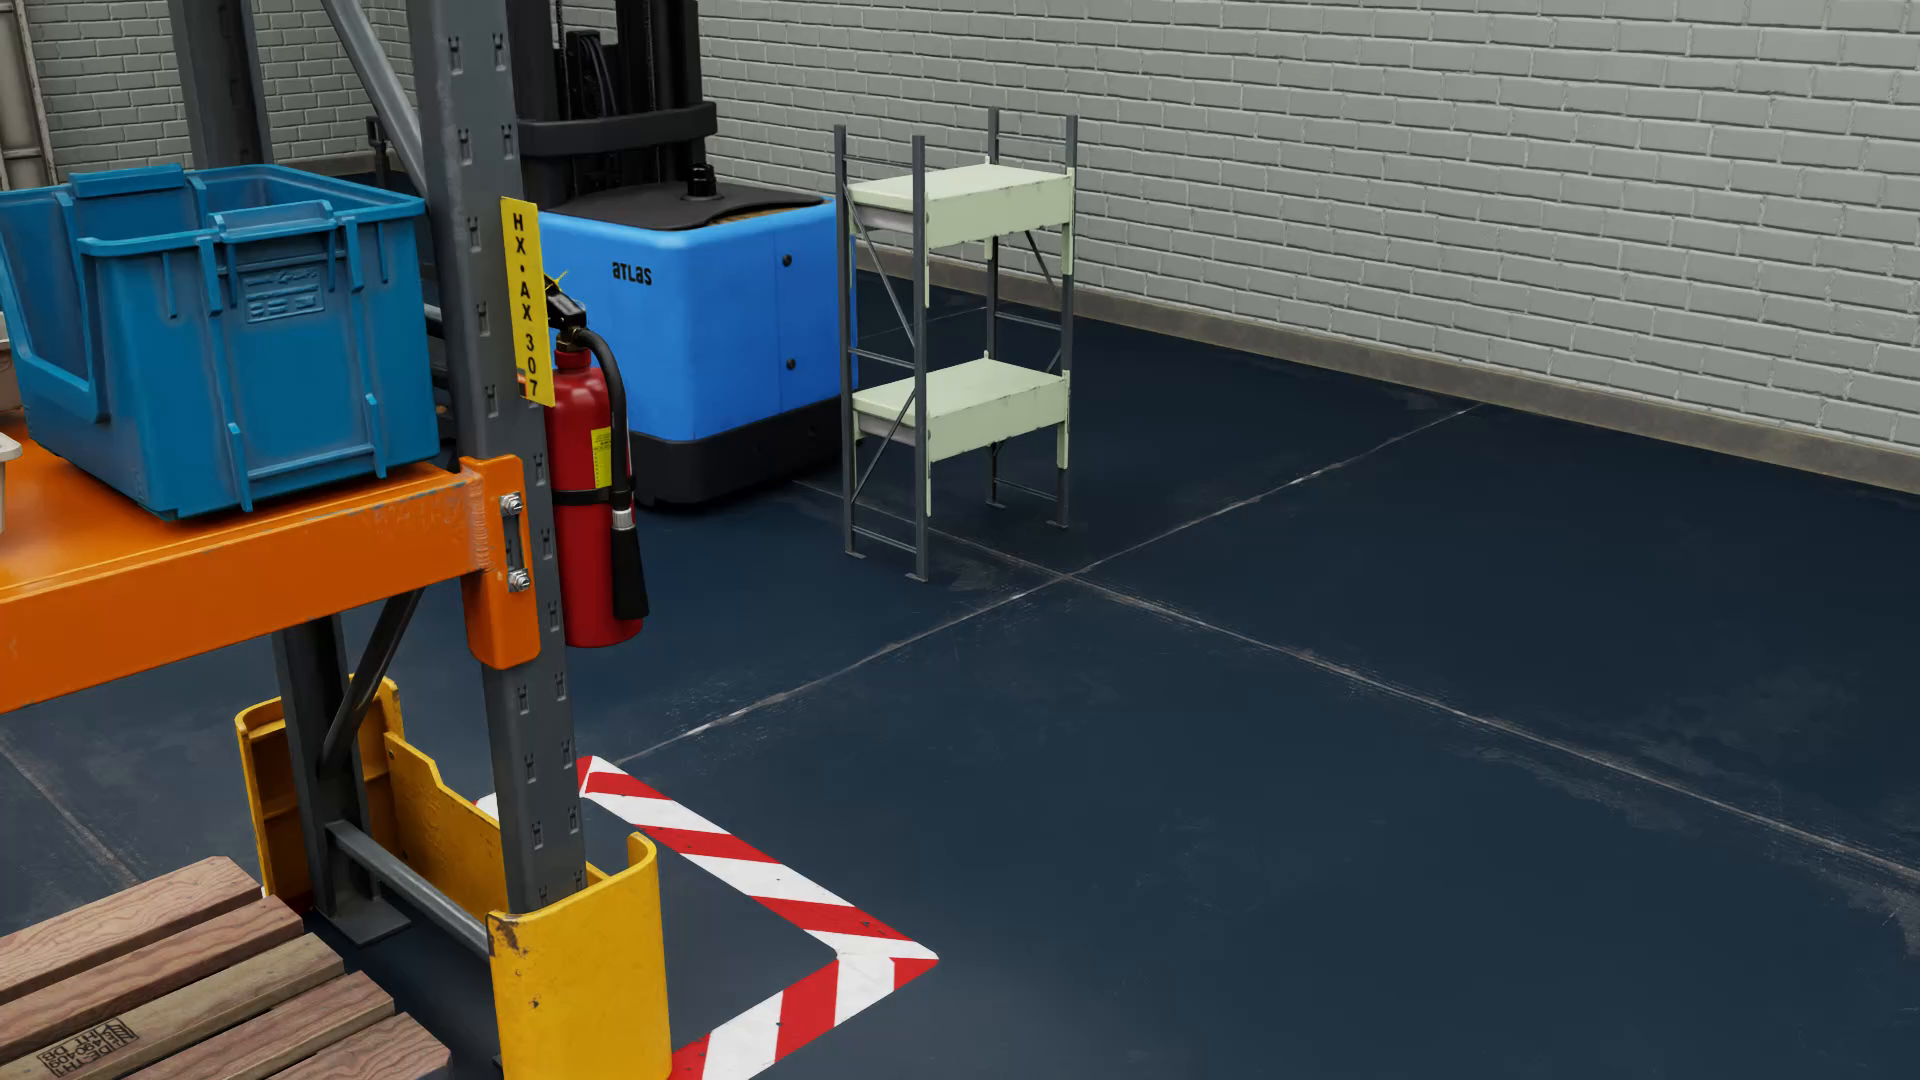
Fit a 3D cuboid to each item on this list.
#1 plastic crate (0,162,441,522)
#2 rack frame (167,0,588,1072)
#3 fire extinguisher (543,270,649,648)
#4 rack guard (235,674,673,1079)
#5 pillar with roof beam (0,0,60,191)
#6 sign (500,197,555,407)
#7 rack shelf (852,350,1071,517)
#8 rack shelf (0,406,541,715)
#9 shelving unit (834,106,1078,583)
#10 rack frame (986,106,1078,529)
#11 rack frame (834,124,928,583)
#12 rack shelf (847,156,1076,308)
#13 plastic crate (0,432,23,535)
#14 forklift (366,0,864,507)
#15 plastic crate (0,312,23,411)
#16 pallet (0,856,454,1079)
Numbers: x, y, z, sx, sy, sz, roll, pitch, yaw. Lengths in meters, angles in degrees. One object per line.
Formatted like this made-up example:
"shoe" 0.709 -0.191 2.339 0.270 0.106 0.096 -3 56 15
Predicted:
"plastic crate" -1.193 -0.346 2.661 0.616 0.435 0.499 19 28 41
"rack frame" -1.093 -0.434 3.024 1.000 3.000 0.127 19 28 41
"fire extinguisher" -0.662 -0.149 2.910 0.296 0.674 0.183 19 28 41
"rack guard" -1.086 0.723 3.497 1.175 0.500 0.348 19 28 41
"pillar with roof beam" -3.843 -5.547 7.964 9.100 9.000 0.400 19 28 41
"sign" -0.688 -0.377 2.647 0.100 0.325 0.005 19 28 41
"rack shelf" -0.005 -0.394 5.918 0.431 0.370 0.720 19 28 41
"rack shelf" -2.488 0.415 1.816 1.077 0.370 4.000 19 28 41
"shelving unit" -0.005 -0.698 5.801 0.431 1.500 0.755 19 28 41
"rack frame" 0.251 -0.792 6.046 0.400 1.500 0.023 19 28 41
"rack frame" -0.260 -0.604 5.556 0.400 1.500 0.023 19 28 41
"rack shelf" -0.005 -1.063 5.661 0.431 0.370 0.720 19 28 41
"plastic crate" -1.532 -0.084 2.397 0.396 0.136 0.243 19 28 41
"forklift" -1.866 -1.908 6.954 3.031 2.935 1.130 16 26 36
"plastic crate" -1.784 -0.297 2.949 0.250 0.136 0.298 19 28 41
"pallet" -1.696 1.069 2.998 1.003 0.211 1.213 19 28 41
